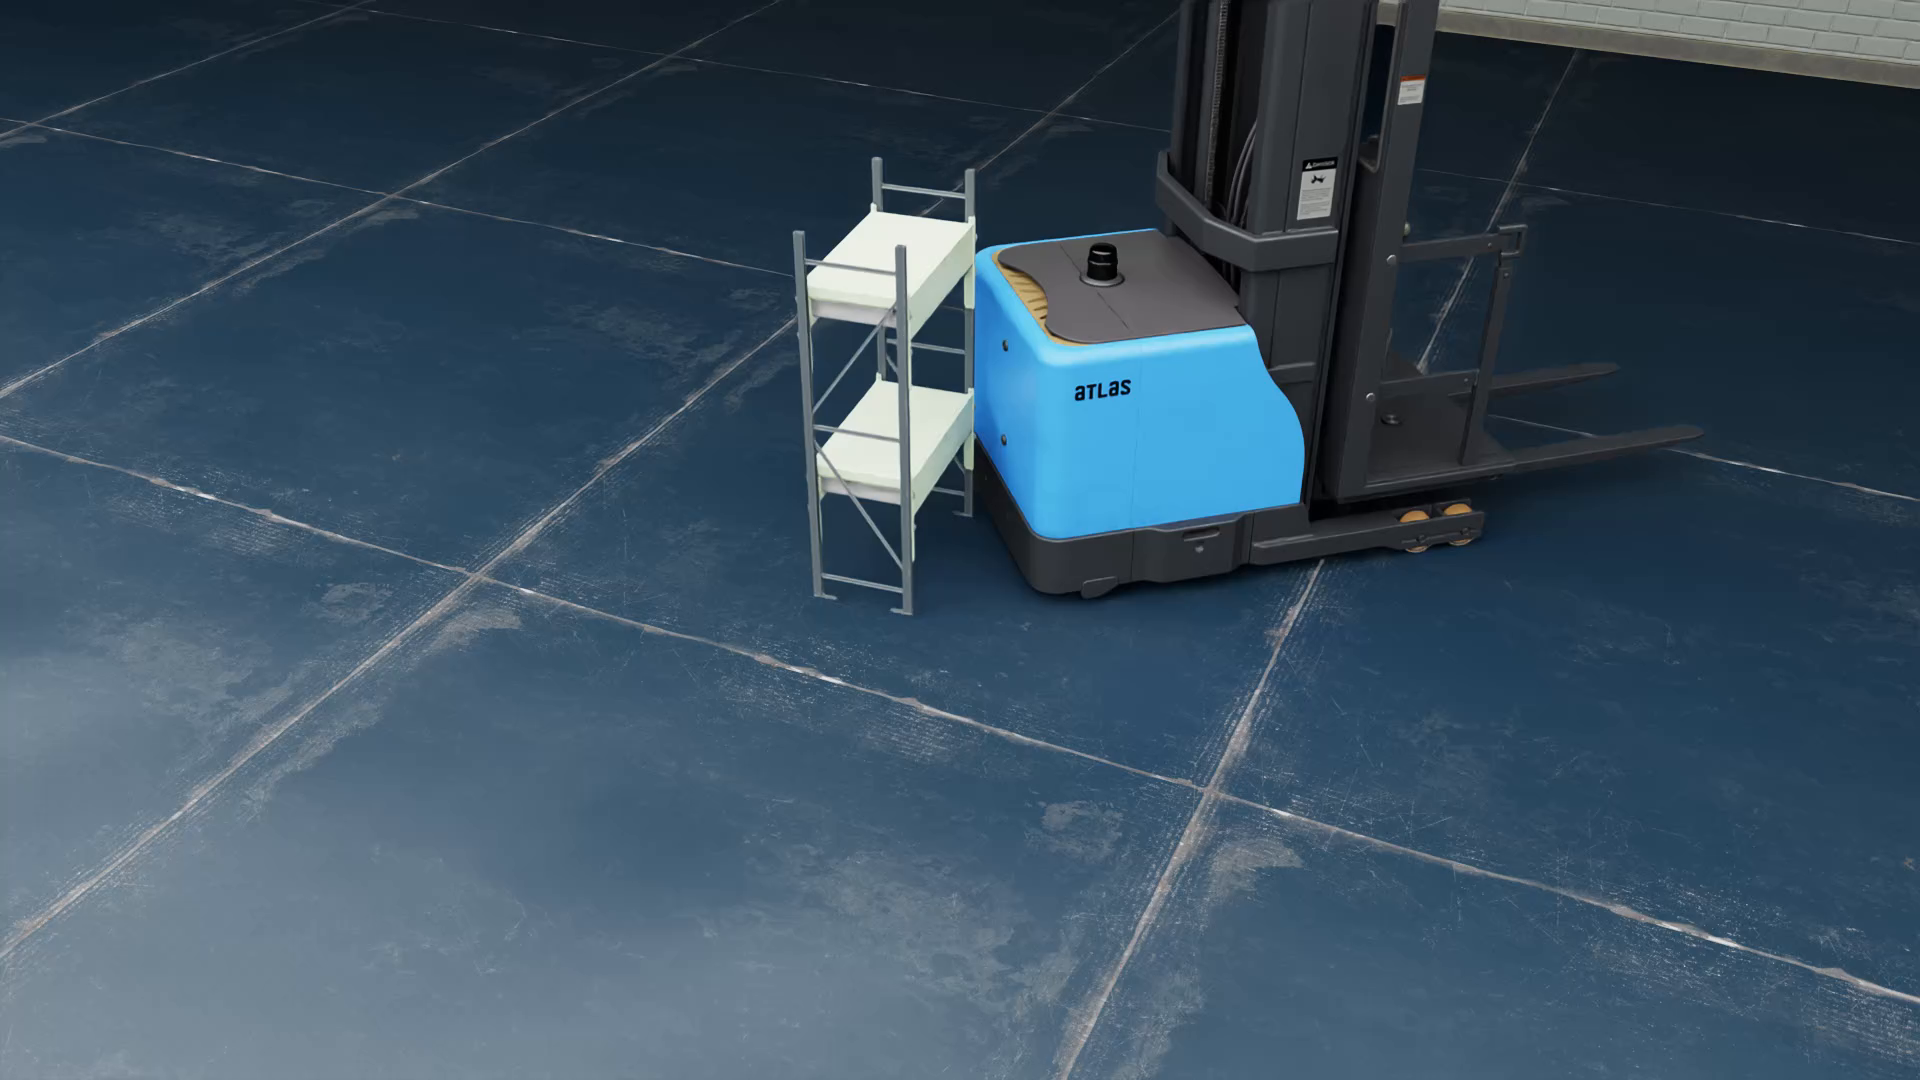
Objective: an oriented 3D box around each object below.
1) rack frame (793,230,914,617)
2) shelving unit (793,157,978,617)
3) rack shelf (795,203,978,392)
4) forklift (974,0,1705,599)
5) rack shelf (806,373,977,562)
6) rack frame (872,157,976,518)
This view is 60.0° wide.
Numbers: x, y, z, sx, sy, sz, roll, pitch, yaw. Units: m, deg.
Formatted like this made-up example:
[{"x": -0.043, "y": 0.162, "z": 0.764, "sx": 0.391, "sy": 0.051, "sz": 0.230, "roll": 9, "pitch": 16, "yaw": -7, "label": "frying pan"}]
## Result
[{"x": -0.369, "y": -0.377, "z": 5.957, "sx": 0.400, "sy": 1.500, "sz": 0.023, "roll": 10, "pitch": 35, "yaw": 15, "label": "rack frame"}, {"x": -0.252, "y": -0.567, "z": 6.247, "sx": 0.431, "sy": 1.500, "sz": 0.755, "roll": 10, "pitch": 35, "yaw": 15, "label": "shelving unit"}, {"x": -0.252, "y": -0.894, "z": 6.033, "sx": 0.431, "sy": 0.370, "sz": 0.720, "roll": 10, "pitch": 35, "yaw": 15, "label": "rack shelf"}, {"x": 1.607, "y": -1.445, "z": 6.281, "sx": 3.031, "sy": 2.935, "sz": 1.130, "roll": -9, "pitch": 34, "yaw": -13, "label": "forklift"}, {"x": -0.252, "y": -0.295, "z": 6.426, "sx": 0.431, "sy": 0.370, "sz": 0.720, "roll": 10, "pitch": 35, "yaw": 15, "label": "rack shelf"}, {"x": -0.135, "y": -0.758, "z": 6.537, "sx": 0.400, "sy": 1.500, "sz": 0.023, "roll": 10, "pitch": 35, "yaw": 15, "label": "rack frame"}]
